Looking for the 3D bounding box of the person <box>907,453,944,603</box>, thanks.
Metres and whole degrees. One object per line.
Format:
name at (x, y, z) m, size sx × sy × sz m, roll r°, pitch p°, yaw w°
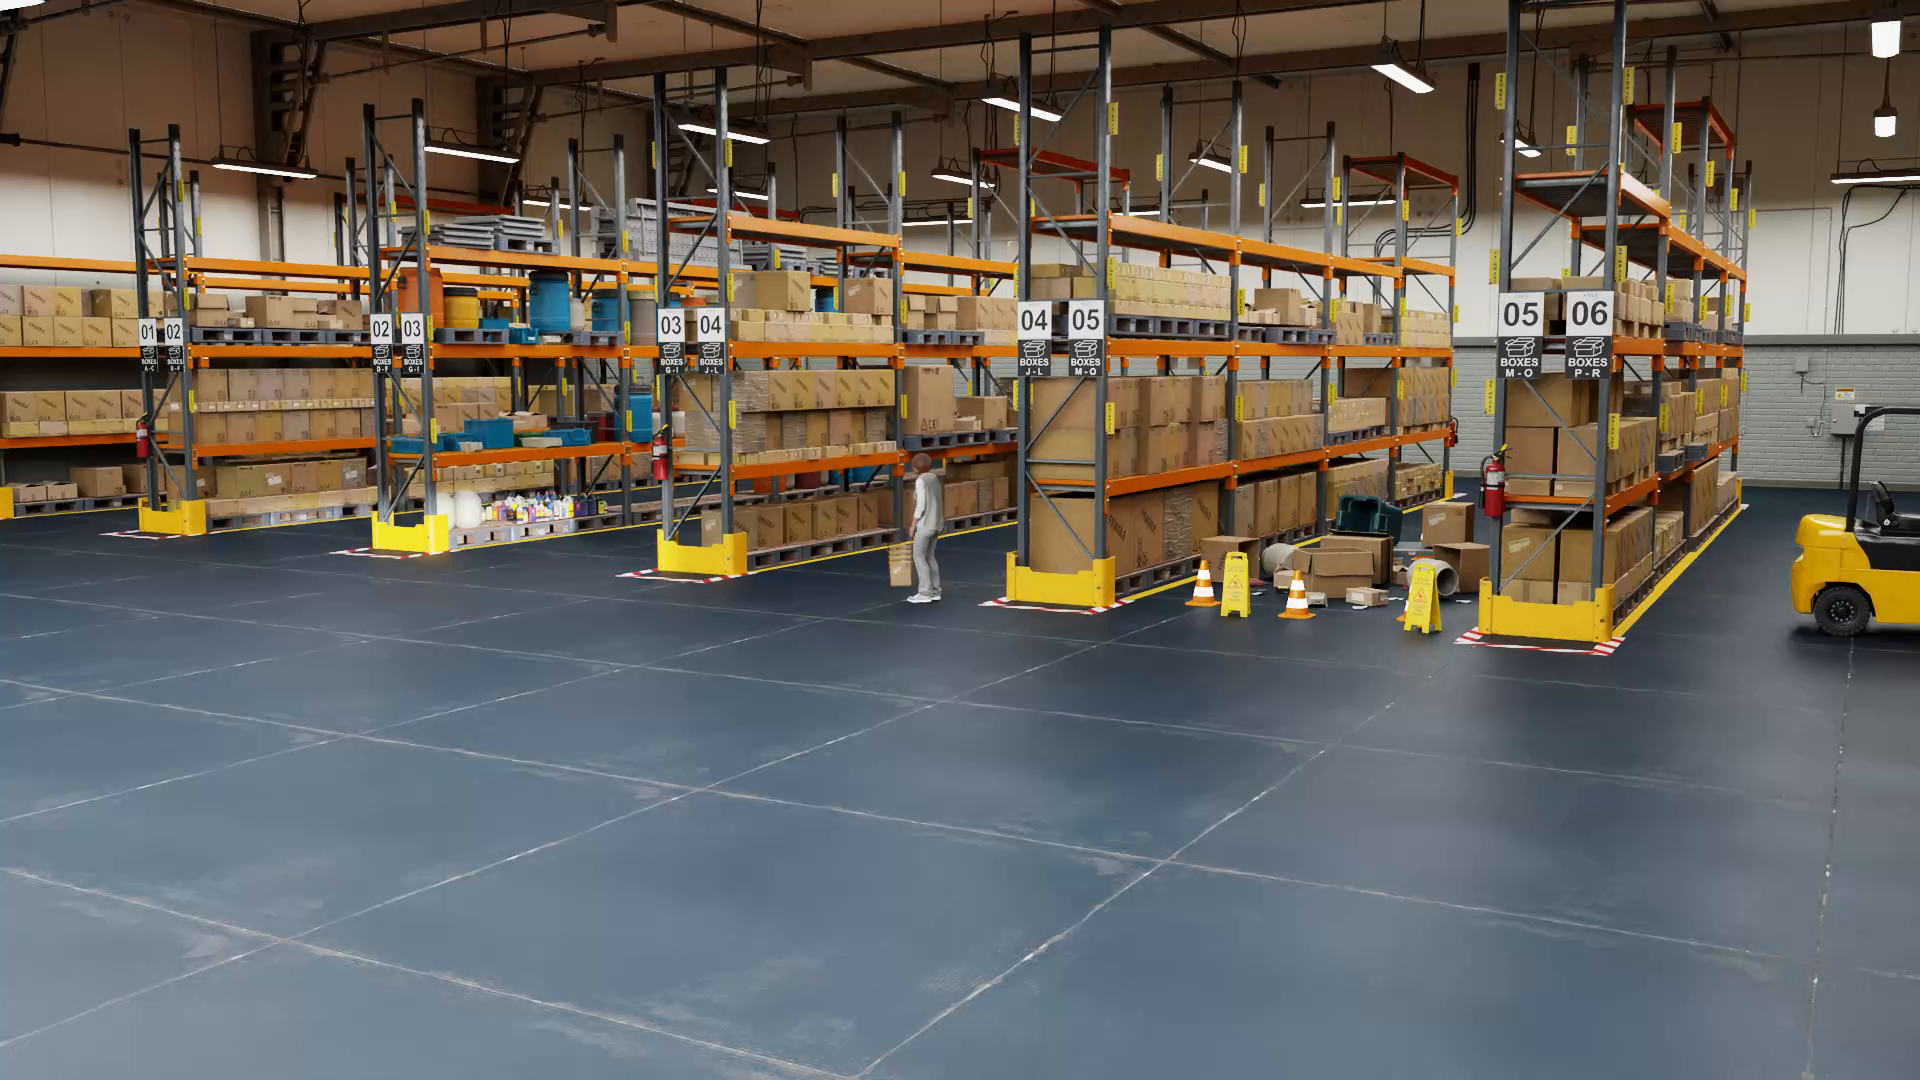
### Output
person at (-0.361, -0.131, 17.774) m, size 0.342 × 1.596 × 0.456 m, roll 3°, pitch 7°, yaw 27°
